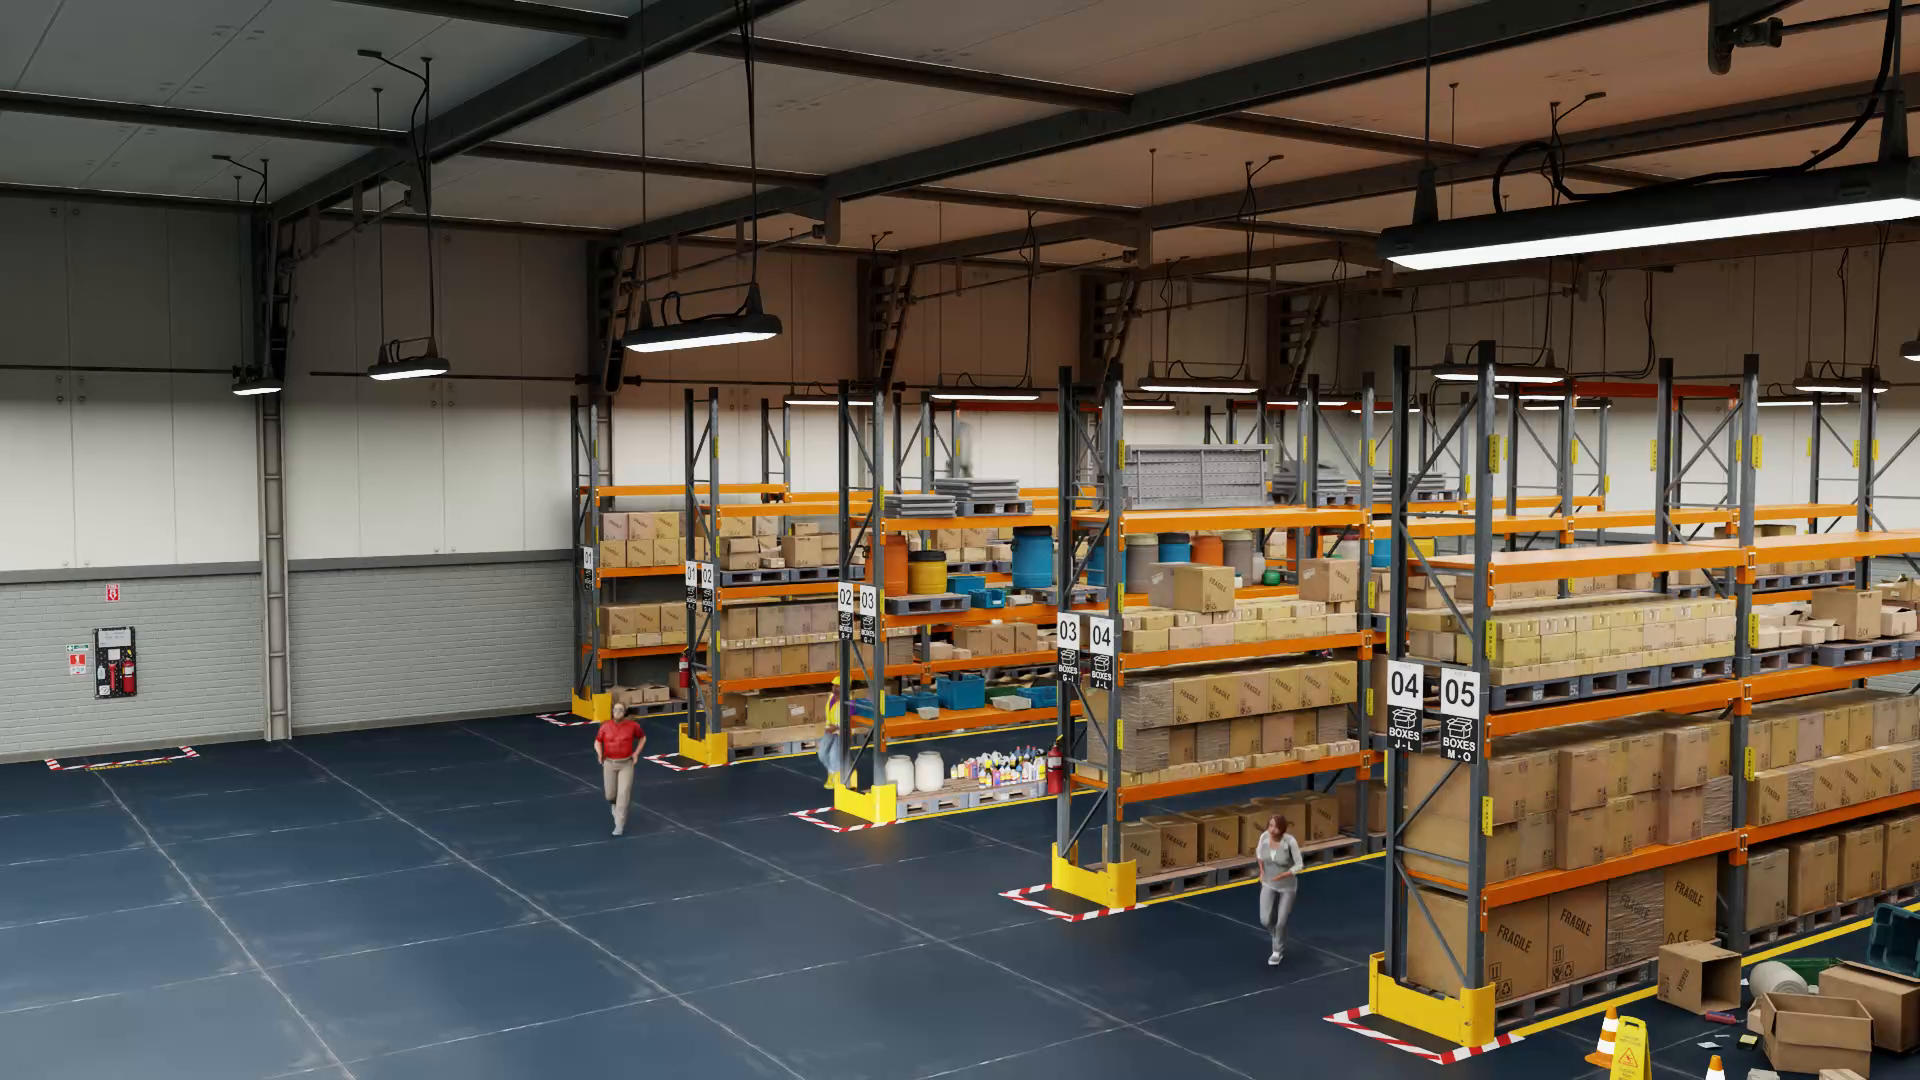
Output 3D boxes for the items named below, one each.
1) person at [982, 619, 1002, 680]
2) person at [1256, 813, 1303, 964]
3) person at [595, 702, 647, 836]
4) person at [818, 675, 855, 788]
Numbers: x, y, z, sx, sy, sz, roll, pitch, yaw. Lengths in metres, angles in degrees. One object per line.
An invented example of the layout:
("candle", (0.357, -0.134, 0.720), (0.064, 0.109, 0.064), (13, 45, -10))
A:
("person", (0.660, 2.370, 32.096), (0.760, 1.733, 0.669), (-3, 4, -38))
("person", (3.102, 3.413, 16.246), (0.511, 1.541, 0.588), (2, 4, 25))
("person", (-4.502, 2.996, 22.026), (0.667, 1.707, 0.835), (0, 3, -4))
("person", (-1.802, 2.840, 24.469), (0.672, 1.705, 0.570), (3, 5, 40))
